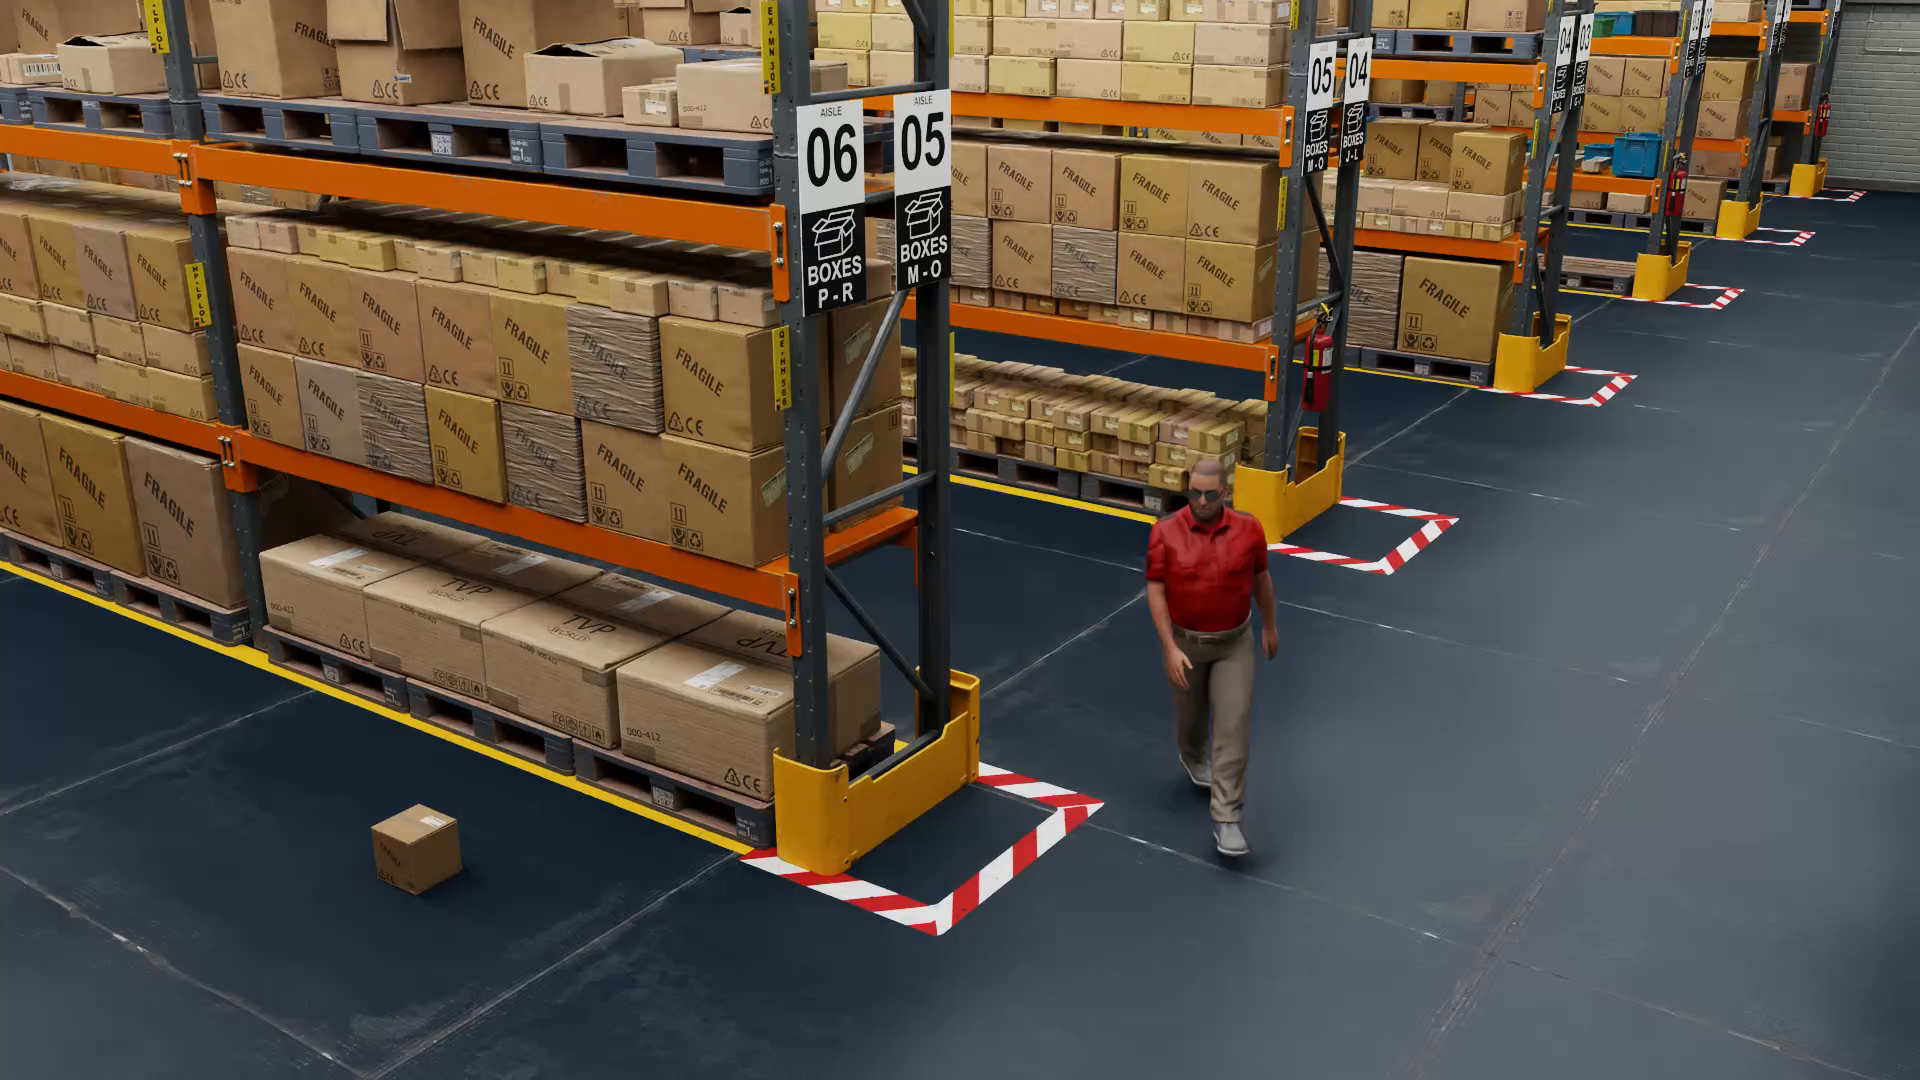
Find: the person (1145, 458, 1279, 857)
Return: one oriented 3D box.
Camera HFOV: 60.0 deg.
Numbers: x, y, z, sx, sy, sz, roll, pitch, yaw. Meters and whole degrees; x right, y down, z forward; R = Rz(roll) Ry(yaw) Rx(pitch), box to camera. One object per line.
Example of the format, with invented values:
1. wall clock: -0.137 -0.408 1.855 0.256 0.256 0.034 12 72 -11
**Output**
1. person: 1.116 0.465 7.289 0.623 1.668 0.984 1 20 4
